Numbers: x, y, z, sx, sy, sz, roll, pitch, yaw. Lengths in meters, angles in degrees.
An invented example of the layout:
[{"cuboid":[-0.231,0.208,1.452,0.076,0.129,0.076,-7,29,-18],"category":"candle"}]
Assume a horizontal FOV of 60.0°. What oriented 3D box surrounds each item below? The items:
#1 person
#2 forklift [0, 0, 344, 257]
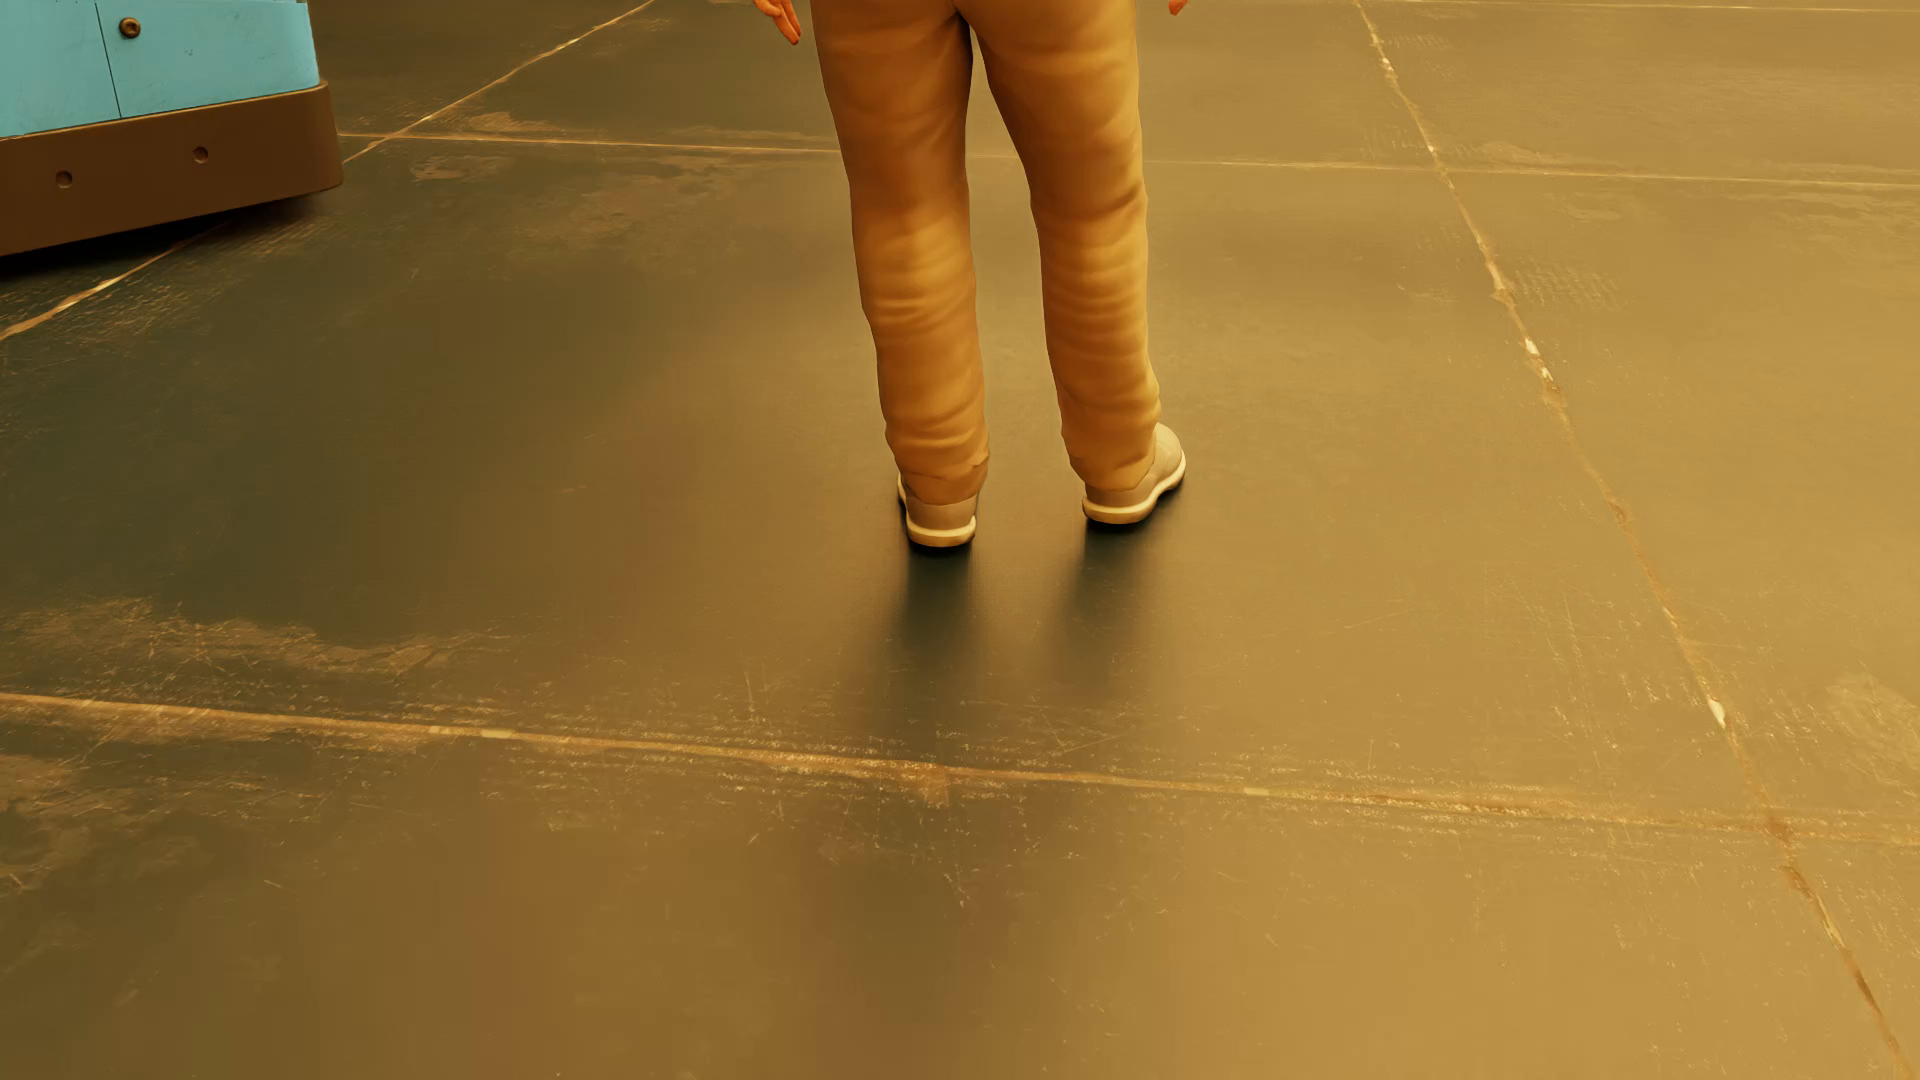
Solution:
[{"cuboid":[0.024,-0.819,2.189,0.640,1.727,0.551,3,27,7],"category":"person"},{"cuboid":[-2.949,-2.411,4.050,3.031,2.935,1.130,22,34,37],"category":"forklift"}]
